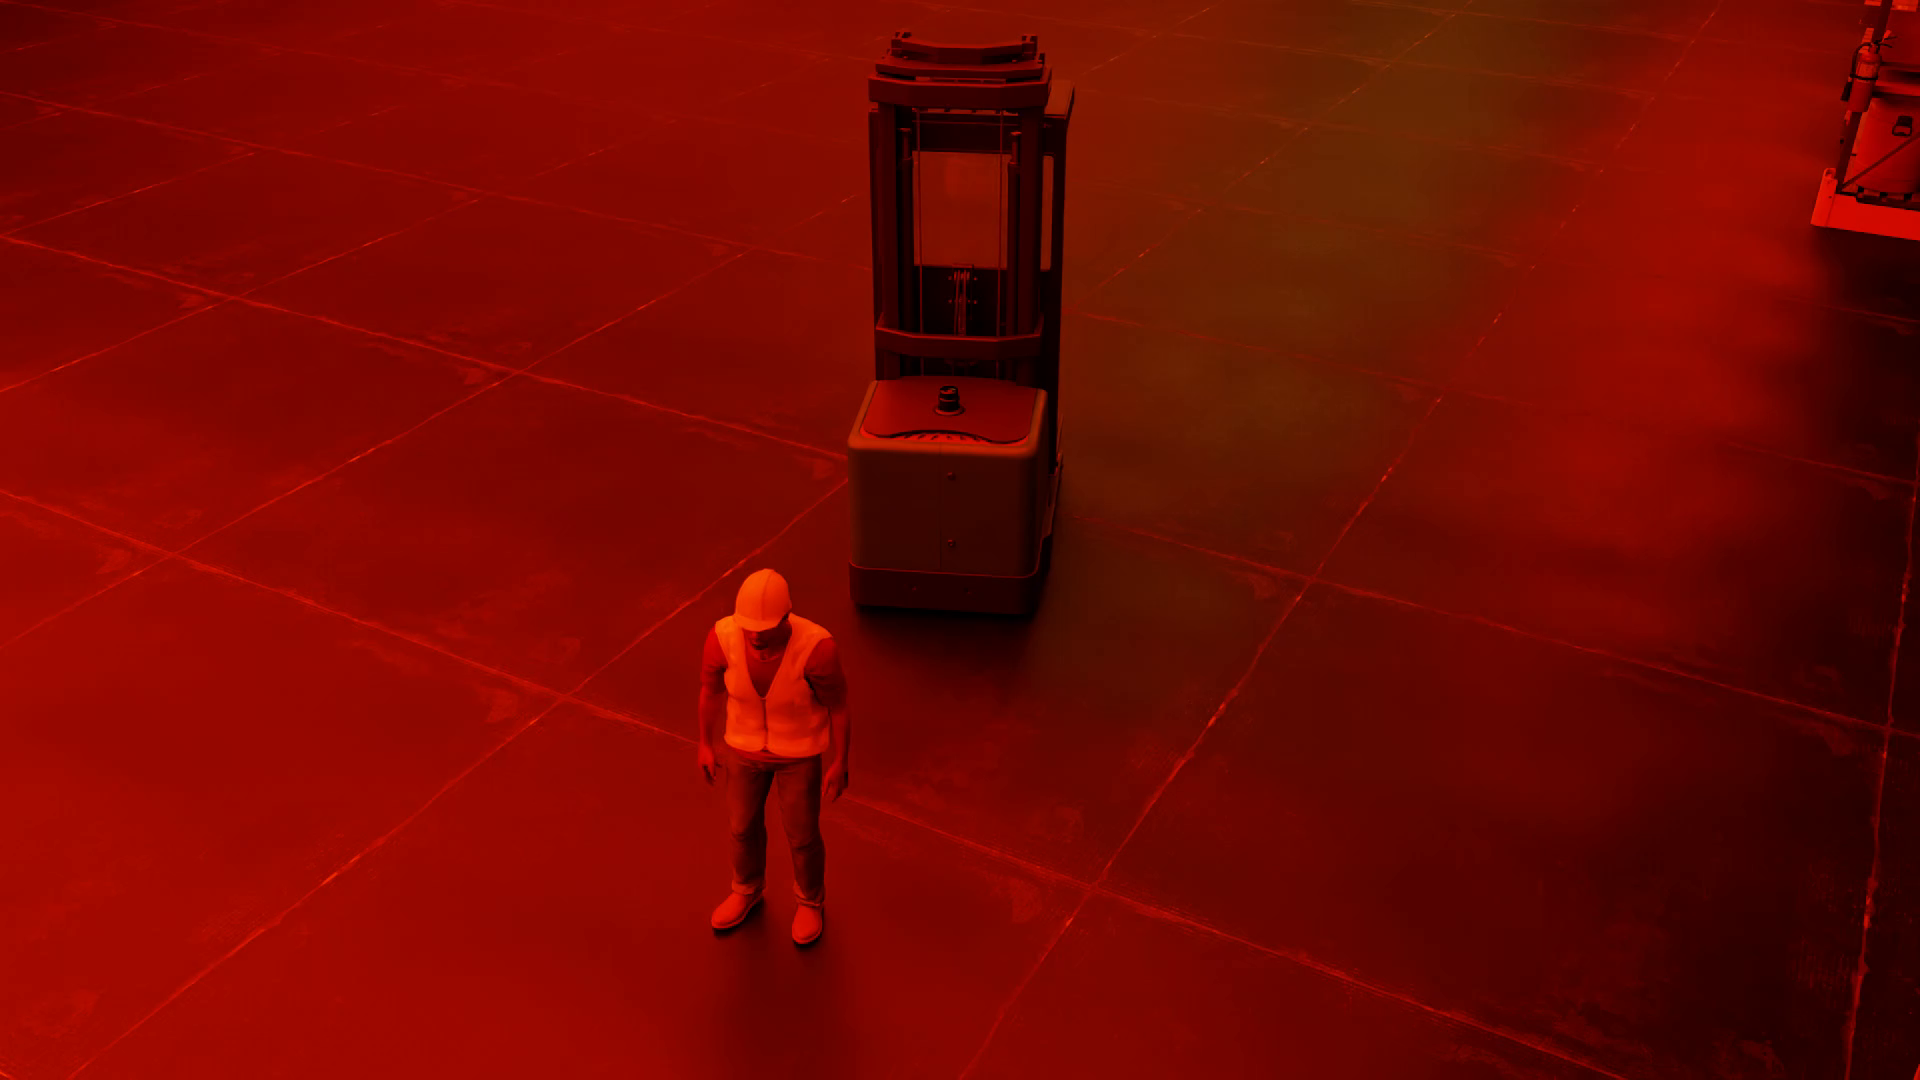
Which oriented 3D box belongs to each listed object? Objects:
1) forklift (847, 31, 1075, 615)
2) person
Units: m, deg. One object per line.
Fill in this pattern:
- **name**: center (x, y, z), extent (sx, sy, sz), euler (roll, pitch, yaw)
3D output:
- **forklift**: center (0.072, -1.572, 9.794), extent (1.130, 2.935, 3.031), euler (3, 30, 6)
- **person**: center (-0.755, 0.862, 6.751), extent (0.636, 1.761, 0.454), euler (6, 31, 11)
